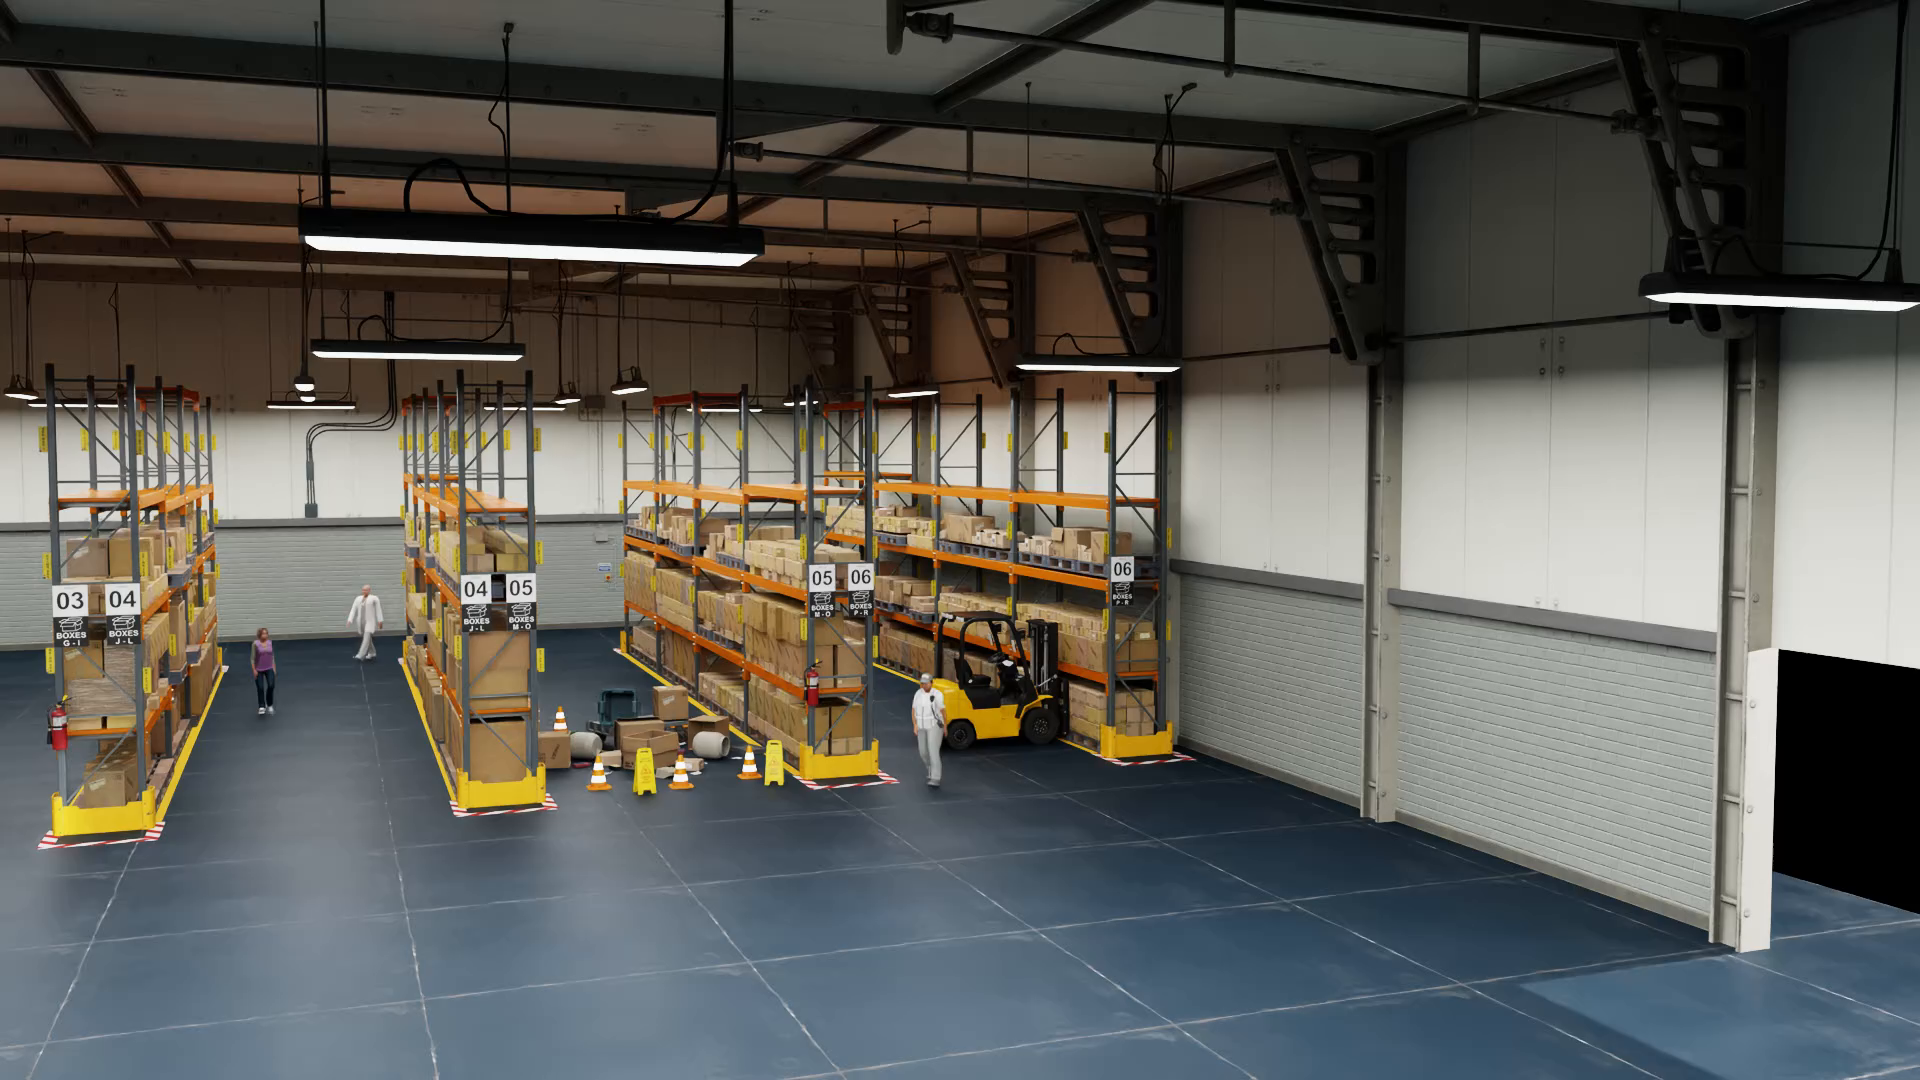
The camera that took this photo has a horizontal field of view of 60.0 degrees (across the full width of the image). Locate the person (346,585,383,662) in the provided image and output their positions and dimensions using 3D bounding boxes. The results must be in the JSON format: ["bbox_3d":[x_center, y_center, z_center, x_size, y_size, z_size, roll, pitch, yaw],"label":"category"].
[{"bbox_3d":[-13.649,1.894,38.064,0.689,1.736,1.068,1,3,9],"label":"person"}]

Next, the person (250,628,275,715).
[{"bbox_3d":[-12.819,2.436,30.566,0.431,1.606,0.467,-2,4,-25],"label":"person"}]

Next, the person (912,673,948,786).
[{"bbox_3d":[-0.430,2.771,24.489,0.615,1.610,0.839,2,4,32],"label":"person"}]
